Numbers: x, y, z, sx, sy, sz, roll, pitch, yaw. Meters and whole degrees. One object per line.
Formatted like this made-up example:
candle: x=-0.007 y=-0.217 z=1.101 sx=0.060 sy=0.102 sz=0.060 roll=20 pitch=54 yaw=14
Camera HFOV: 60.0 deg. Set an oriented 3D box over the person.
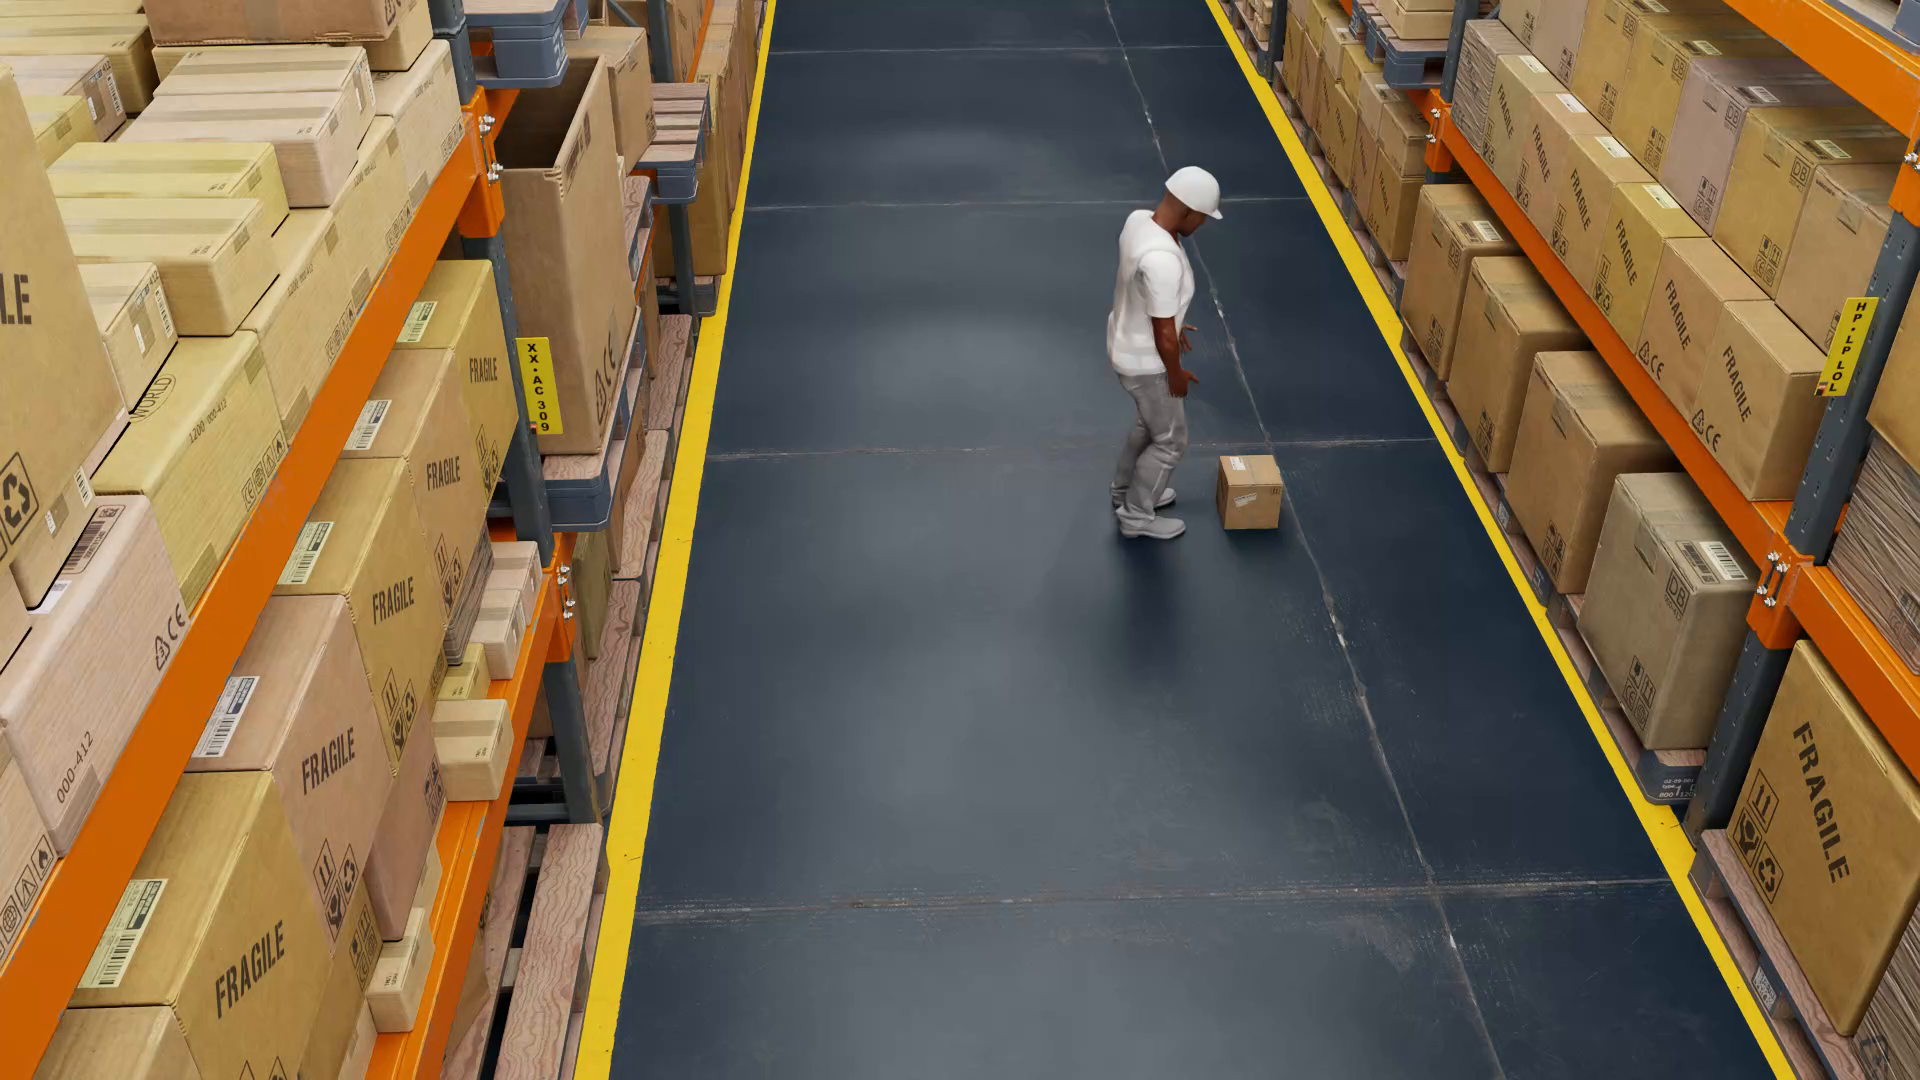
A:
person: x=0.876 y=-0.830 z=7.354 sx=0.453 sy=1.718 sz=0.591 roll=-1 pitch=35 yaw=-1
